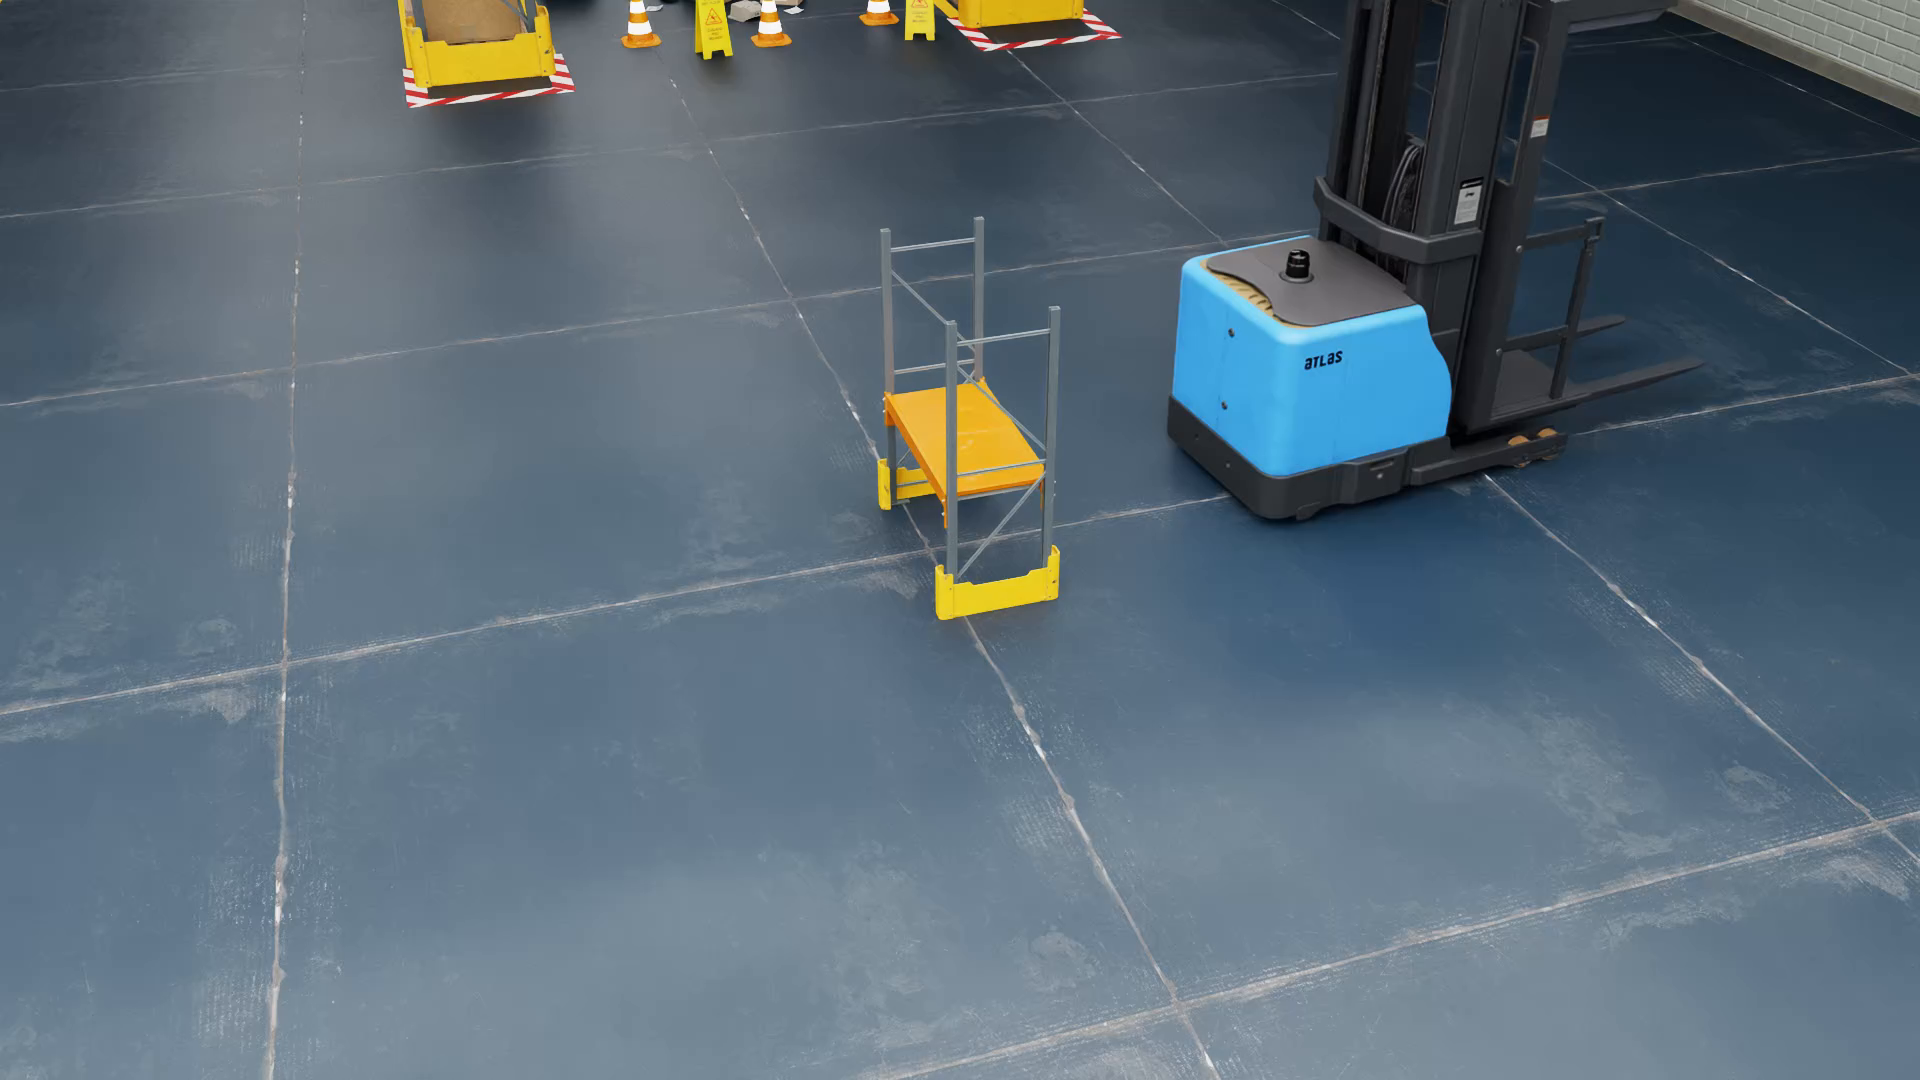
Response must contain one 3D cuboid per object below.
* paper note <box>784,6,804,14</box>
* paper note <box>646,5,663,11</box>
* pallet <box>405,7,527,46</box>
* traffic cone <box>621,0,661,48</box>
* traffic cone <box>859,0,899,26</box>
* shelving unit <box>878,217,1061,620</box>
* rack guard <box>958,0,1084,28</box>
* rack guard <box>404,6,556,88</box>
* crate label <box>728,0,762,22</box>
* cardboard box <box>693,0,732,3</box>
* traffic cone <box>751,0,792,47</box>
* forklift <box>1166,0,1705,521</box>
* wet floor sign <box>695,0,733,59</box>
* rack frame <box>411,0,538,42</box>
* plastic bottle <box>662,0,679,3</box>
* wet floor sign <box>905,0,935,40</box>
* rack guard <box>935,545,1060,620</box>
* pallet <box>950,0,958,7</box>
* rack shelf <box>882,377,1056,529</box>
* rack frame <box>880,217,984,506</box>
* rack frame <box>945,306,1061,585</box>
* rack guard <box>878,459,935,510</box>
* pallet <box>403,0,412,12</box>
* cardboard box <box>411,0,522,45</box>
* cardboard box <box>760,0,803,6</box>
[{"bbox_3d":[-1.585,-5.066,15.889,0.148,0.019,0.142,-23,40,-31],"label":"paper note"},{"bbox_3d":[-2.933,-5.105,15.950,0.144,0.017,0.142,1,33,2],"label":"paper note"},{"bbox_3d":[-4.403,-4.501,14.870,1.003,0.211,1.213,-10,35,-15],"label":"pallet"},{"bbox_3d":[-2.894,-4.717,14.969,0.336,0.463,0.334,-10,35,-15],"label":"traffic cone"},{"bbox_3d":[-0.761,-5.094,15.539,0.336,0.463,0.334,-10,35,-15],"label":"traffic cone"},{"bbox_3d":[0.023,-0.586,7.776,0.587,1.500,1.083,-10,35,-15],"label":"shelving unit"},{"bbox_3d":[0.576,-5.140,15.576,1.175,0.500,0.348,-10,35,-15],"label":"rack guard"},{"bbox_3d":[-4.077,-4.202,14.156,1.175,0.500,0.348,-10,35,-15],"label":"rack guard"},{"bbox_3d":[-2.013,-4.995,15.685,0.298,0.136,0.250,27,42,34],"label":"crate label"},{"bbox_3d":[-2.348,-5.598,16.266,0.637,0.503,0.797,19,38,26],"label":"cardboard box"},{"bbox_3d":[-1.714,-4.729,14.986,0.336,0.463,0.334,-10,35,-15],"label":"traffic cone"},{"bbox_3d":[2.678,-1.856,8.400,3.031,2.935,1.130,-14,36,-20],"label":"forklift"},{"bbox_3d":[-2.190,-4.593,14.616,0.267,0.644,0.232,-16,37,-23],"label":"wet floor sign"},{"bbox_3d":[-4.085,-5.258,13.486,1.000,3.000,0.127,-10,35,-15],"label":"rack frame"},{"bbox_3d":[-2.871,-5.308,16.227,0.133,0.061,0.283,-23,40,-31],"label":"plastic bottle"},{"bbox_3d":[-0.362,-4.881,15.052,0.267,0.644,0.232,1,33,2],"label":"wet floor sign"},{"bbox_3d":[0.175,0.197,7.725,0.587,0.250,0.087,-10,35,-15],"label":"rack guard"},{"bbox_3d":[0.361,-5.452,16.310,1.003,0.211,1.213,-10,35,-15],"label":"pallet"},{"bbox_3d":[0.026,-0.431,7.868,0.538,0.185,1.000,-10,35,-15],"label":"rack shelf"},{"bbox_3d":[-0.129,-0.848,8.173,0.500,1.500,0.032,-10,35,-15],"label":"rack frame"},{"bbox_3d":[0.181,-0.314,7.365,0.500,1.500,0.032,-10,35,-15],"label":"rack frame"},{"bbox_3d":[-0.129,-0.326,8.516,0.587,0.250,0.087,-10,35,-15],"label":"rack guard"},{"bbox_3d":[-4.771,-5.141,15.838,1.003,0.211,1.213,-10,35,-15],"label":"pallet"},{"bbox_3d":[-4.354,-4.892,14.478,0.875,0.875,0.875,-10,35,-14],"label":"cardboard box"},{"bbox_3d":[-1.725,-5.302,16.139,0.380,0.149,0.250,7,34,10],"label":"cardboard box"}]
